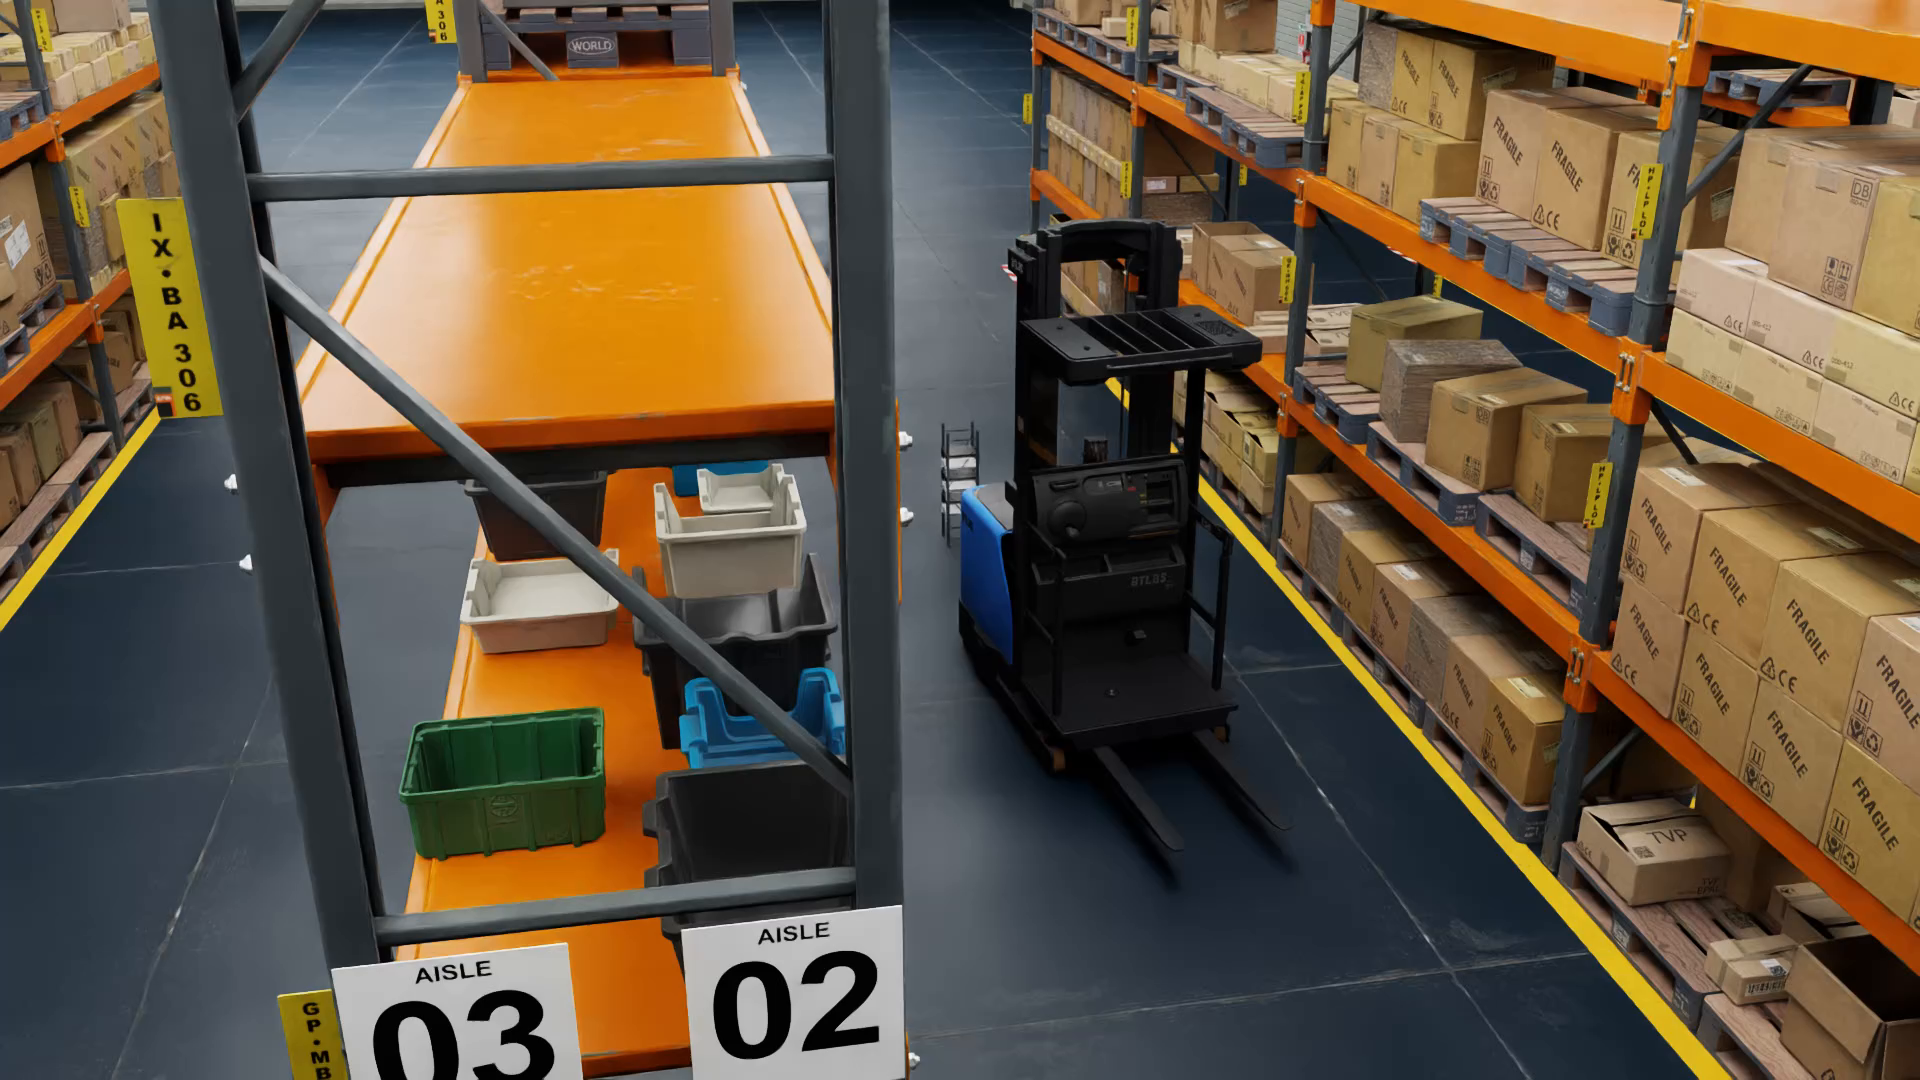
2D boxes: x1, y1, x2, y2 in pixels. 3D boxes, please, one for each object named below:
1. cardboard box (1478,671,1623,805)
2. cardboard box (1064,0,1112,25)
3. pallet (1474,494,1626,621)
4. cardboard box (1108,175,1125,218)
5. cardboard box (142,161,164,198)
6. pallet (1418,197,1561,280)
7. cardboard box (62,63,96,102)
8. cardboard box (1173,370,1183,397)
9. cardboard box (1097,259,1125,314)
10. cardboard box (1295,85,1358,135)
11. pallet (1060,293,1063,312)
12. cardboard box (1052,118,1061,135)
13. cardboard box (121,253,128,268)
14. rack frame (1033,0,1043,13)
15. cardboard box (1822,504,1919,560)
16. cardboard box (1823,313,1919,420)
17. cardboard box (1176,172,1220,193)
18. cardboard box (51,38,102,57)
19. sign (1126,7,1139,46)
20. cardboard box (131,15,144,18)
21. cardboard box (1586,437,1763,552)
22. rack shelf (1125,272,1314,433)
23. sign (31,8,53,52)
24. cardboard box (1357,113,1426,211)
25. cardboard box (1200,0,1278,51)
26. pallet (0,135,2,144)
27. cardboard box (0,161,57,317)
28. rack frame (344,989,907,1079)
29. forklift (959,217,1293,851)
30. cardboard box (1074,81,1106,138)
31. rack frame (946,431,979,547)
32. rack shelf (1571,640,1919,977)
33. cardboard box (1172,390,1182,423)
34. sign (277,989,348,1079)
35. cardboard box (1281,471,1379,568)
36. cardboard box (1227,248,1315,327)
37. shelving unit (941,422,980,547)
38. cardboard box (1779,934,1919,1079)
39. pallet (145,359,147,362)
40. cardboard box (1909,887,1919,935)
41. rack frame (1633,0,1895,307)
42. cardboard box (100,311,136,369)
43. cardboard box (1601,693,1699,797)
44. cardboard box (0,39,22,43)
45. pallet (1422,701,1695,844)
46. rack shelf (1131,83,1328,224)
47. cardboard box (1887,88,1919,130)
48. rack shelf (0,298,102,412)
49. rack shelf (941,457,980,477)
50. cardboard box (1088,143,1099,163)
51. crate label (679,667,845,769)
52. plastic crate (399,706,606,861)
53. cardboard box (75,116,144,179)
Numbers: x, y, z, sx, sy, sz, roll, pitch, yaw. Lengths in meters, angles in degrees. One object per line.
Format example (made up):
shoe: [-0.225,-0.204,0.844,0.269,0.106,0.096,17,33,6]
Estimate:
cardboard box: [3.152,1.053,8.907,0.500,0.500,0.500,-4,24,-10]
cardboard box: [1.345,-5.442,16.632,0.500,0.500,0.500,-4,24,-10]
pallet: [3.485,0.047,8.876,1.003,0.211,1.213,-4,24,-10]
cardboard box: [1.854,-3.292,16.157,0.700,0.500,0.500,-5,24,-10]
cardboard box: [-8.095,-3.283,15.764,0.875,0.500,0.500,-4,24,-10]
pallet: [3.279,-1.676,9.069,1.213,0.211,1.003,-4,24,-10]
cardboard box: [-7.625,-3.843,13.983,0.500,0.250,0.500,-5,24,-10]
cardboard box: [2.062,-1.472,14.326,0.500,0.311,0.500,-5,24,-11]
cardboard box: [1.664,-2.505,16.453,0.500,0.500,0.500,-4,24,-10]
cardboard box: [2.646,-2.964,11.446,0.500,0.250,0.500,-6,24,-14]
pallet: [1.489,-2.863,18.783,1.003,0.211,1.213,-4,24,-10]
cardboard box: [1.219,-4.507,18.130,0.380,0.149,0.250,-5,24,-11]
cardboard box: [-7.603,-2.519,14.827,0.380,0.149,0.250,-4,24,-10]
rack frame: [1.306,-7.187,17.706,1.000,3.000,0.127,-4,24,-10]
cardboard box: [3.971,0.159,7.007,0.500,0.500,0.500,-5,24,-11]
cardboard box: [3.546,-0.649,6.047,0.500,0.250,0.500,-4,24,-10]
cardboard box: [2.187,-3.328,15.429,0.380,0.149,0.250,-4,24,-10]
cardboard box: [-7.726,-4.283,14.492,0.380,0.149,0.250,-5,24,-11]
sign: [1.501,-4.471,14.489,0.100,0.325,0.005,-4,24,-10]
cardboard box: [-8.139,-4.998,16.130,0.380,0.149,0.250,-5,24,-11]
cardboard box: [3.657,-0.159,8.460,0.700,0.500,0.500,-13,27,-27]
rack shelf: [2.416,-1.748,13.647,1.077,0.370,4.000,-4,24,-10]
sign: [-7.146,-3.968,12.943,0.100,0.325,0.005,-4,24,-10]
cardboard box: [2.994,-2.342,10.235,0.910,0.500,0.500,-4,24,-10]
cardboard box: [2.249,-4.239,13.429,0.500,0.500,0.500,-2,24,-5]
pallet: [-7.486,-2.763,11.559,1.213,0.211,1.003,-4,24,-10]
cardboard box: [-7.681,-2.278,12.685,1.000,1.000,1.000,-4,24,-9]
rack frame: [-0.604,2.220,3.661,1.000,3.000,0.127,-4,24,-10]
forklift: [0.929,-0.194,9.276,1.130,2.935,3.031,-7,25,-16]
cardboard box: [1.586,-4.468,17.230,0.700,0.500,0.500,-4,24,-10]
rack frame: [0.020,-0.369,12.214,0.240,0.900,0.006,-4,24,-10]
rack shelf: [3.895,1.398,6.442,1.077,0.370,4.000,-4,24,-10]
cardboard box: [2.069,-1.216,14.439,0.500,0.250,0.500,-5,24,-11]
sign: [-1.141,0.941,2.974,0.100,0.325,0.005,-4,24,-10]
cardboard box: [2.589,-0.147,11.656,0.500,0.500,0.500,-3,24,-7]
cardboard box: [2.459,-1.996,13.190,0.500,0.500,0.500,-6,24,-13]
shelving unit: [0.001,-0.409,12.305,0.258,0.900,0.210,-4,24,-10]
cardboard box: [3.878,1.963,6.820,0.797,0.503,0.637,-4,24,-10]
pallet: [-8.300,-2.077,16.983,1.003,0.211,1.213,-4,24,-10]
cardboard box: [3.728,1.253,5.751,0.500,0.500,0.500,-4,24,-9]
rack frame: [3.525,-2.467,6.899,1.000,3.000,0.127,-4,24,-10]
cardboard box: [-8.030,-1.803,15.472,0.500,0.500,0.500,-6,24,-14]
cardboard box: [3.675,1.017,8.989,0.500,0.500,0.500,-5,24,-12]
cardboard box: [-8.283,-4.246,14.409,0.380,0.149,0.250,-3,24,-7]
pallet: [3.338,1.243,9.384,1.003,0.211,1.213,-4,24,-10]
rack shelf: [2.416,-3.123,13.047,1.077,0.370,4.000,-4,24,-10]
cardboard box: [7.255,-3.266,12.561,0.500,0.311,0.500,-4,24,-10]
rack shelf: [-7.320,-1.017,11.972,1.077,0.370,4.000,-4,24,-10]
rack shelf: [0.001,-0.544,12.246,0.258,0.077,0.200,-4,24,-10]
cardboard box: [1.500,-3.903,16.745,0.380,0.149,0.250,-4,24,-8]
crate label: [-0.457,0.527,3.976,0.408,0.251,0.502,-4,24,-10]
plastic crate: [-1.067,0.576,3.943,0.450,0.188,0.336,-4,24,-10]
cardboard box: [-7.813,-3.558,15.146,0.500,0.500,0.500,-4,24,-10]
